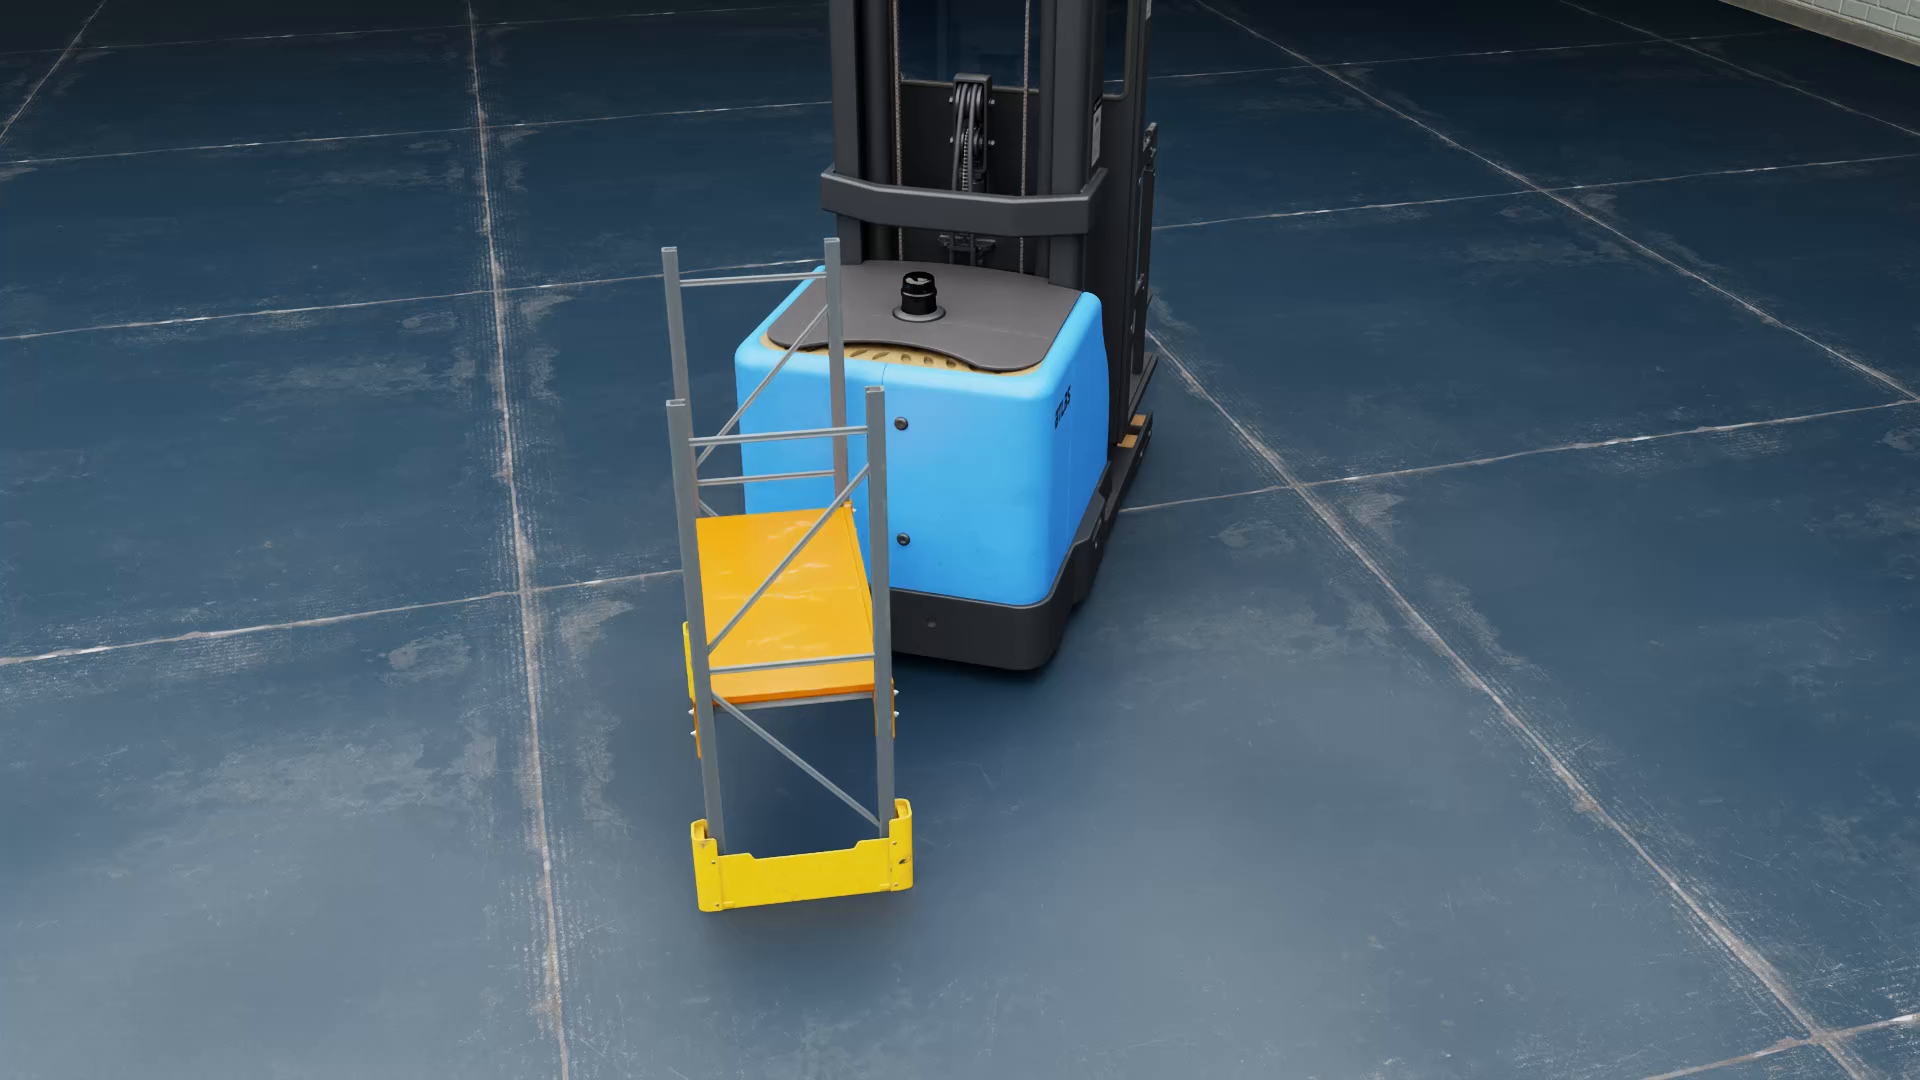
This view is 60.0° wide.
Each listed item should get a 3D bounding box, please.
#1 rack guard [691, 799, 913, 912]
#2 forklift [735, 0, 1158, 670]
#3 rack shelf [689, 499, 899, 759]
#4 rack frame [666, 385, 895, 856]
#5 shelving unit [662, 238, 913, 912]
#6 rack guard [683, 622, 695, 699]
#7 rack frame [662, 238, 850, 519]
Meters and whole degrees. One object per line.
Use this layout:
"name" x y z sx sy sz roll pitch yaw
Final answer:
"rack guard" -0.424 0.857 4.520 0.587 0.250 0.087 -5 30 -8
"forklift" 0.169 -1.573 6.041 1.130 2.935 3.031 8 31 13
"rack shelf" -0.507 0.221 4.730 0.538 0.185 1.000 -5 30 -8
"rack frame" -0.424 0.316 4.206 0.500 1.500 0.032 -5 30 -8
"shelving unit" -0.505 0.070 4.633 0.587 1.500 1.083 -5 30 -8
"rack guard" -0.587 0.364 5.371 0.587 0.250 0.087 -5 30 -8
"rack frame" -0.590 -0.186 5.074 0.500 1.500 0.032 -5 30 -8
